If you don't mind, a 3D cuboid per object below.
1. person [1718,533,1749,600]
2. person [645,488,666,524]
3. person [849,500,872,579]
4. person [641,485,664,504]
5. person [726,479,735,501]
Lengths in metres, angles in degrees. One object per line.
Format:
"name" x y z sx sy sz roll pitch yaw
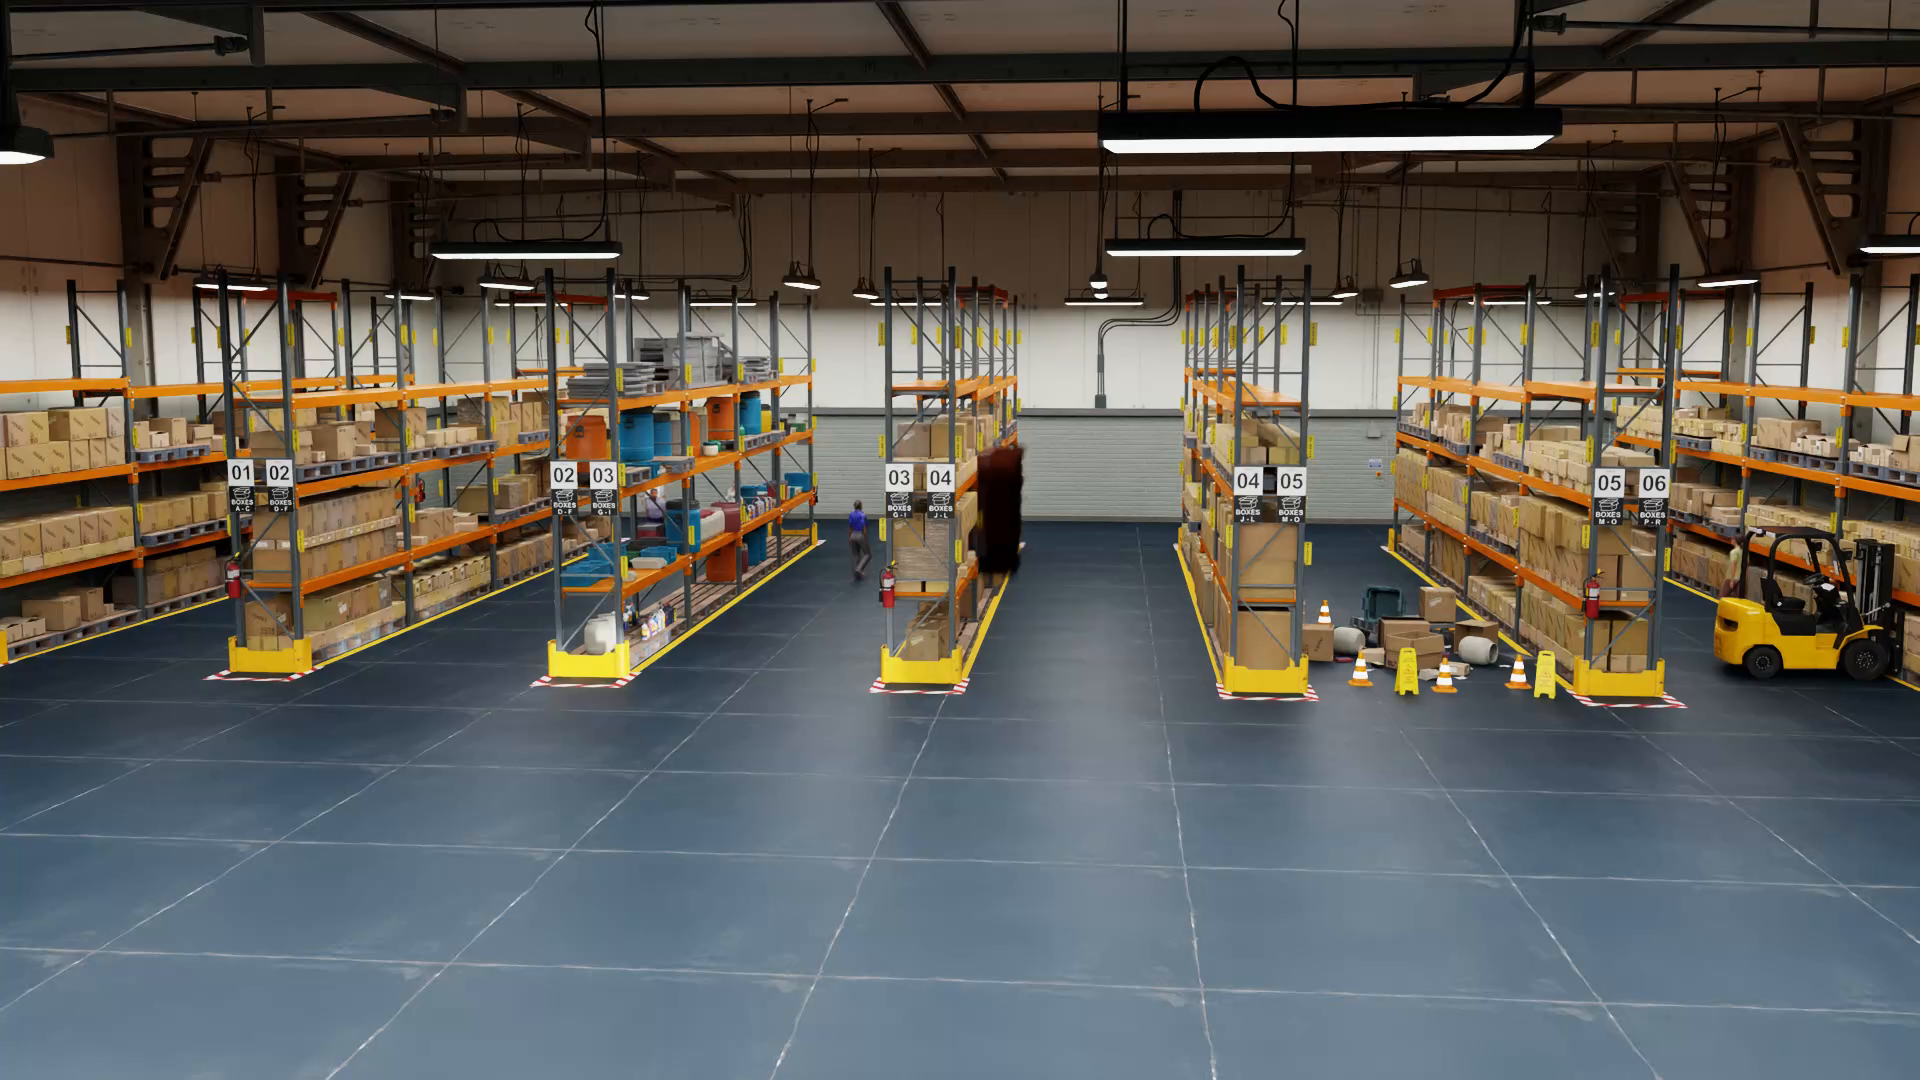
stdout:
"person" 13.327 0.728 28.490 0.448 1.687 0.486 -1 7 -11
"person" -6.927 -0.410 37.926 0.485 1.601 0.838 0 7 3
"person" -2.121 0.045 34.515 0.489 1.555 0.459 5 8 35
"person" -7.992 -1.117 43.256 0.602 1.715 1.078 -2 7 -14
"person" -5.576 -0.737 40.809 0.428 1.526 0.924 4 8 31
